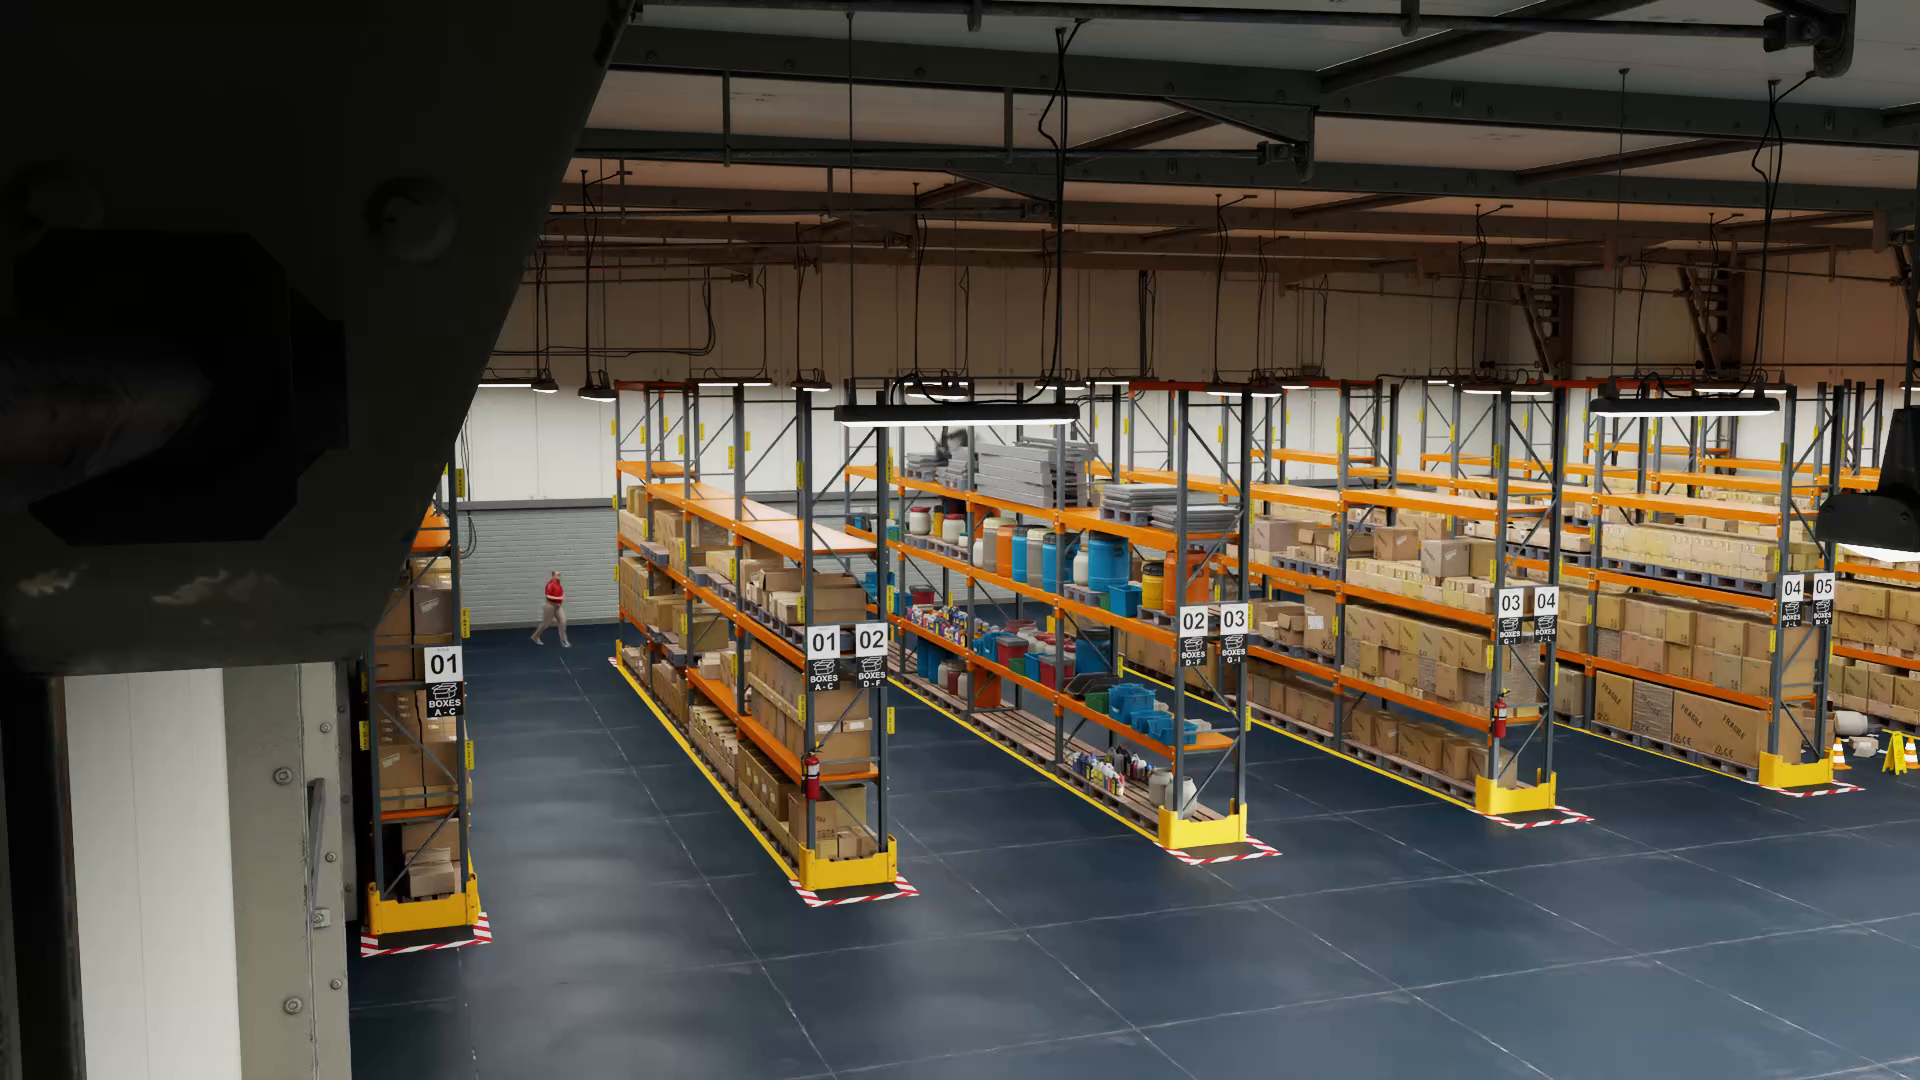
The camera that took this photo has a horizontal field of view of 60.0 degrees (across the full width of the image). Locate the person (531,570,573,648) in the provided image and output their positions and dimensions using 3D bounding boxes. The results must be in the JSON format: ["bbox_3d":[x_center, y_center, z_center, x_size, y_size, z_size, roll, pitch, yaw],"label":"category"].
[{"bbox_3d":[-9.156,1.546,37.259,0.954,1.759,0.616,2,6,17],"label":"person"}]
